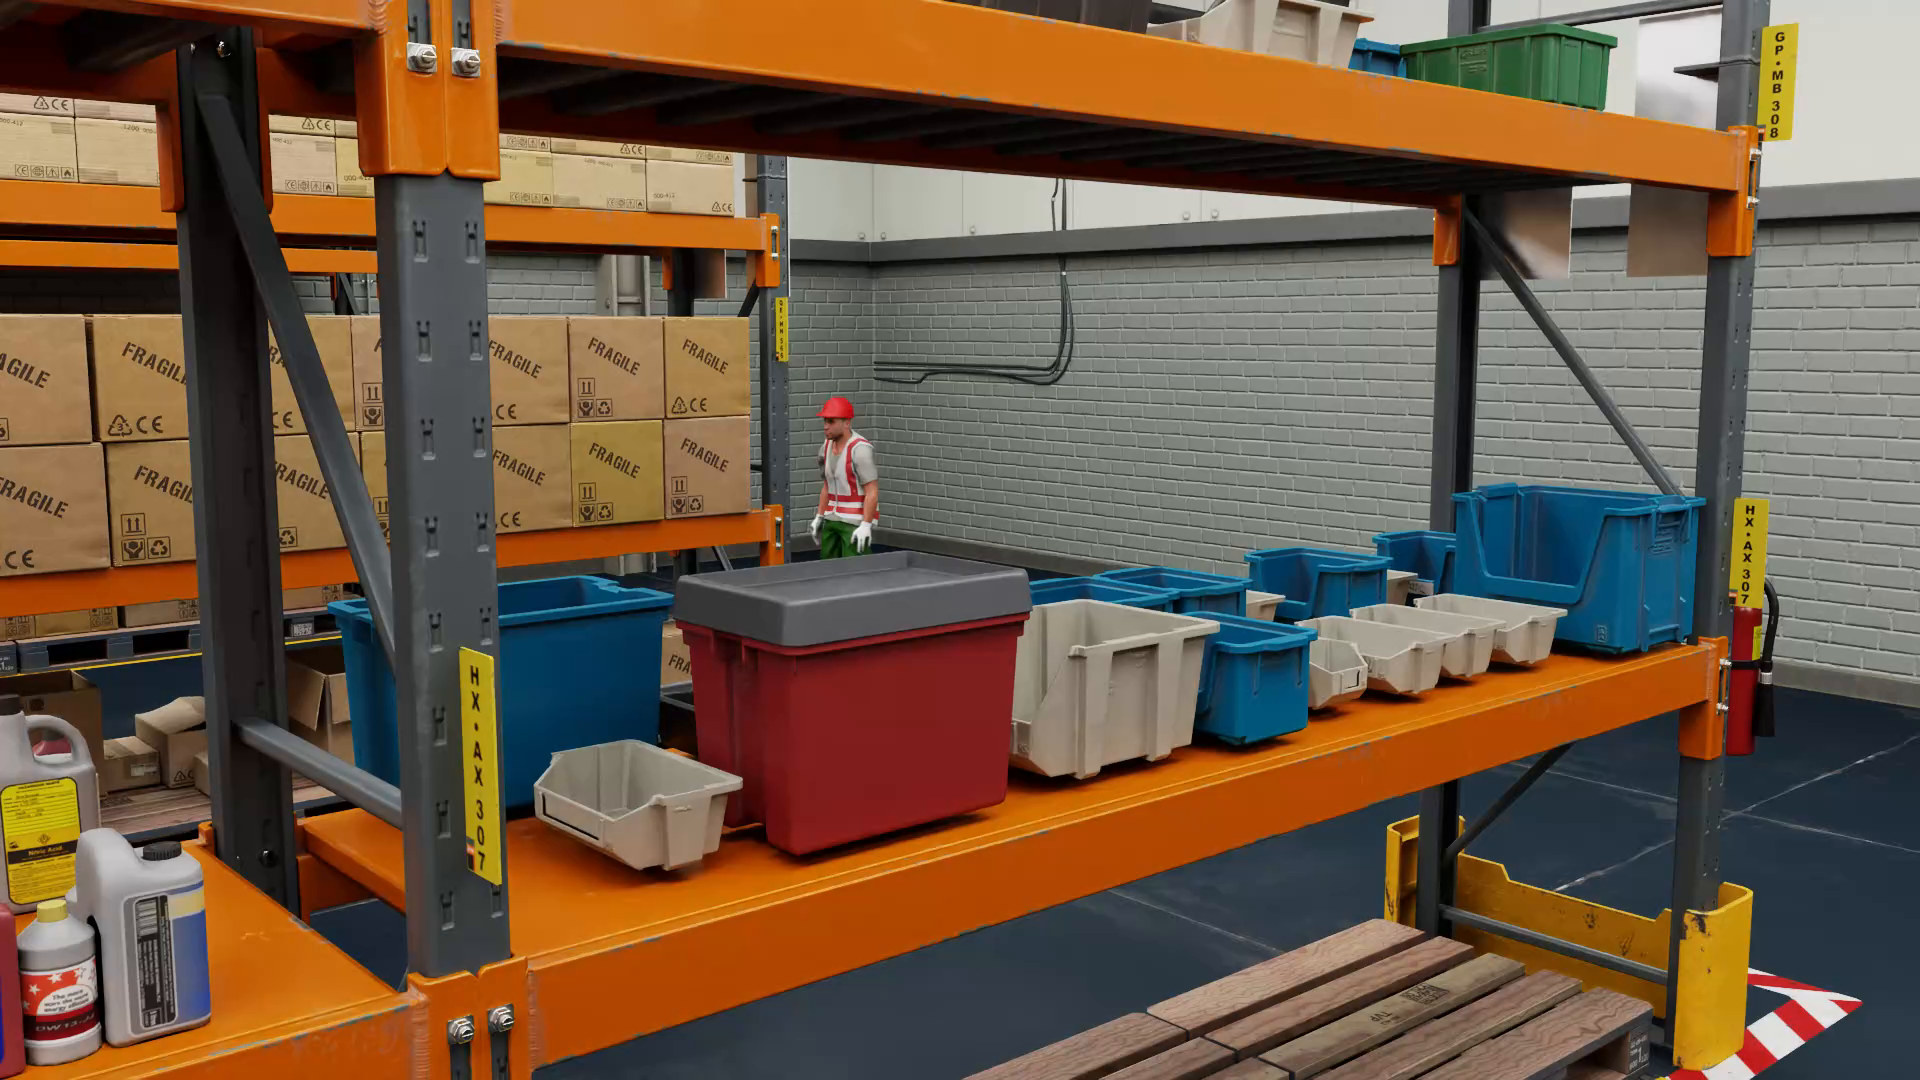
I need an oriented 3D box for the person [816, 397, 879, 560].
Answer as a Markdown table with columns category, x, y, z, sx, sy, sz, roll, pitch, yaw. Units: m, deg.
| category | x | y | z | sx | sy | sz | roll | pitch | yaw |
| --- | --- | --- | --- | --- | --- | --- | --- | --- | --- |
| person | -0.795 | -0.121 | 11.429 | 0.449 | 1.722 | 0.556 | -6 | 10 | -41 |
